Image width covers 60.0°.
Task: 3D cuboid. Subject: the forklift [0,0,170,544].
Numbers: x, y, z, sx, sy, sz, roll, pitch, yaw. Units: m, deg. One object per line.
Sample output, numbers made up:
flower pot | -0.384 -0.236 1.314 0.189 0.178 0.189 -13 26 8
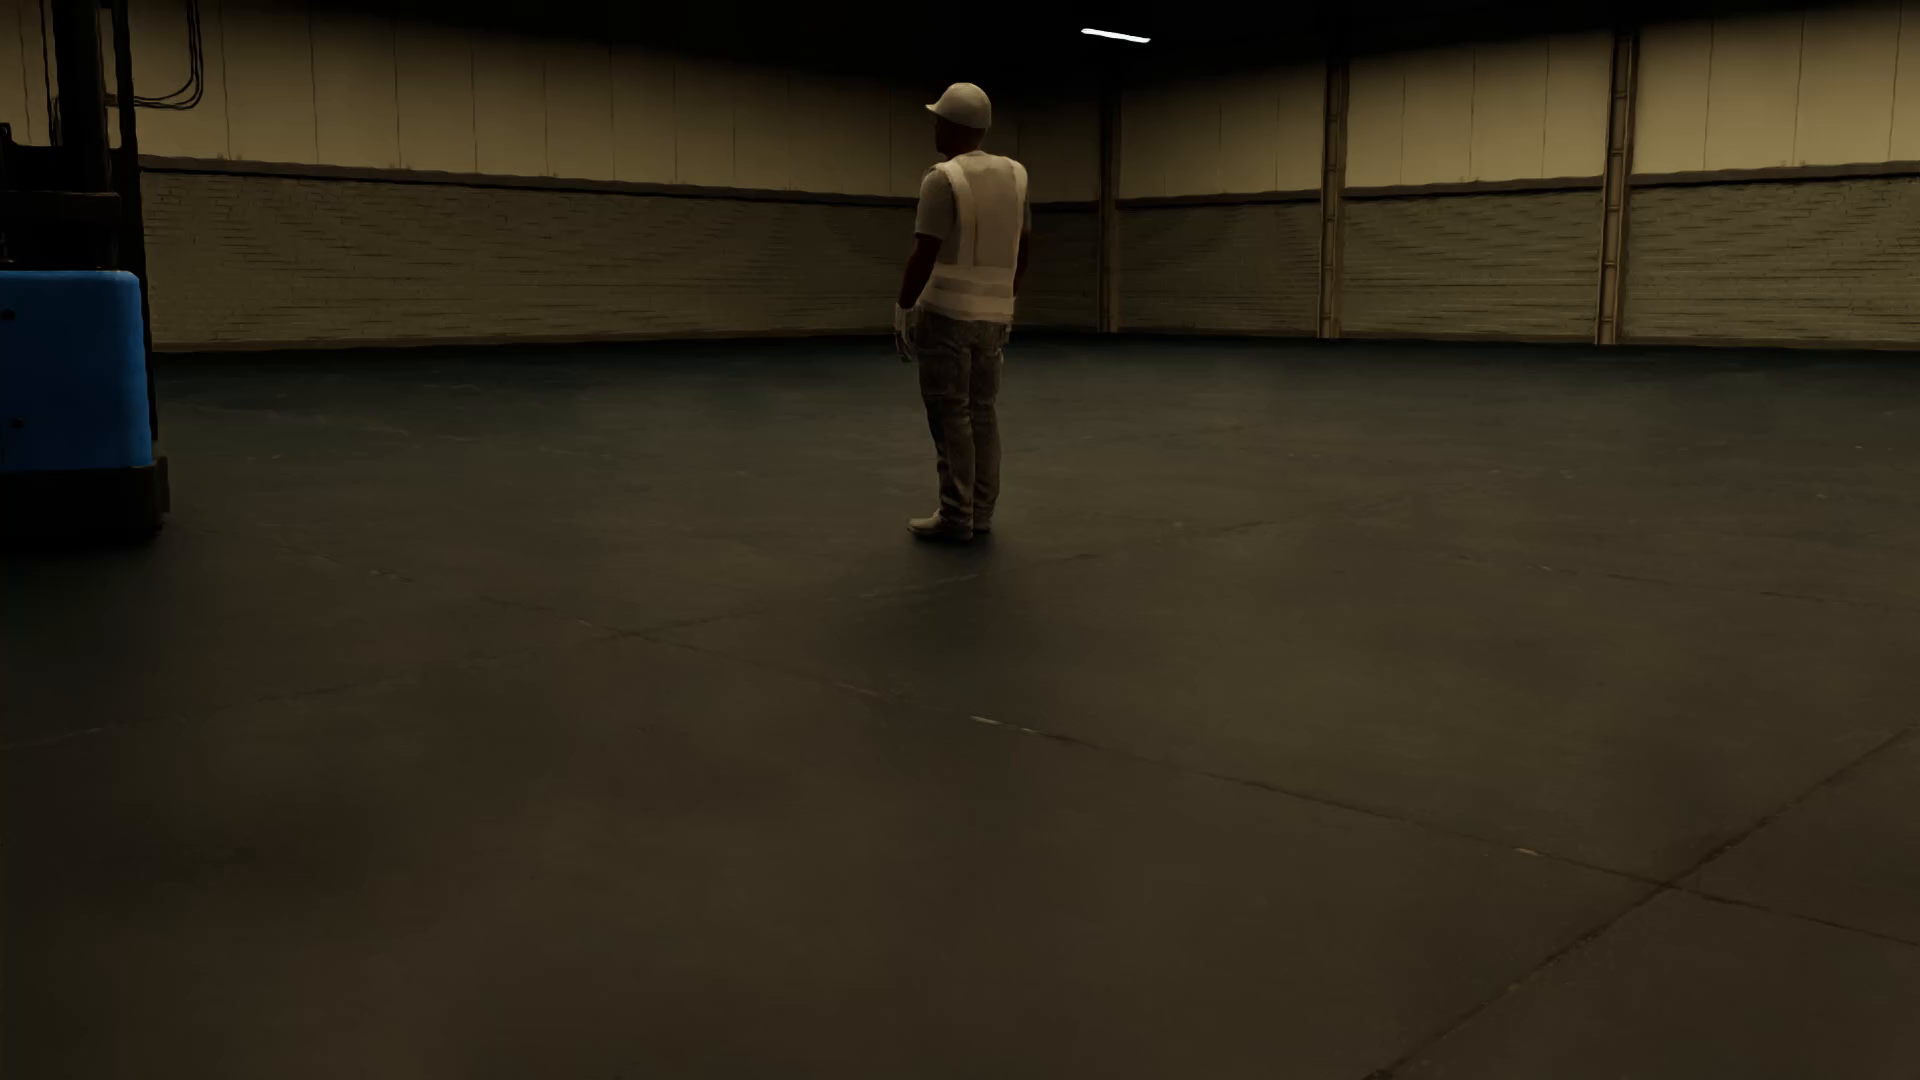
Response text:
forklift | -4.294 -1.598 7.486 1.130 2.935 3.031 -4 10 -26

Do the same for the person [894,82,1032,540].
person | -0.046 -0.897 6.639 0.576 1.782 0.655 8 12 43
